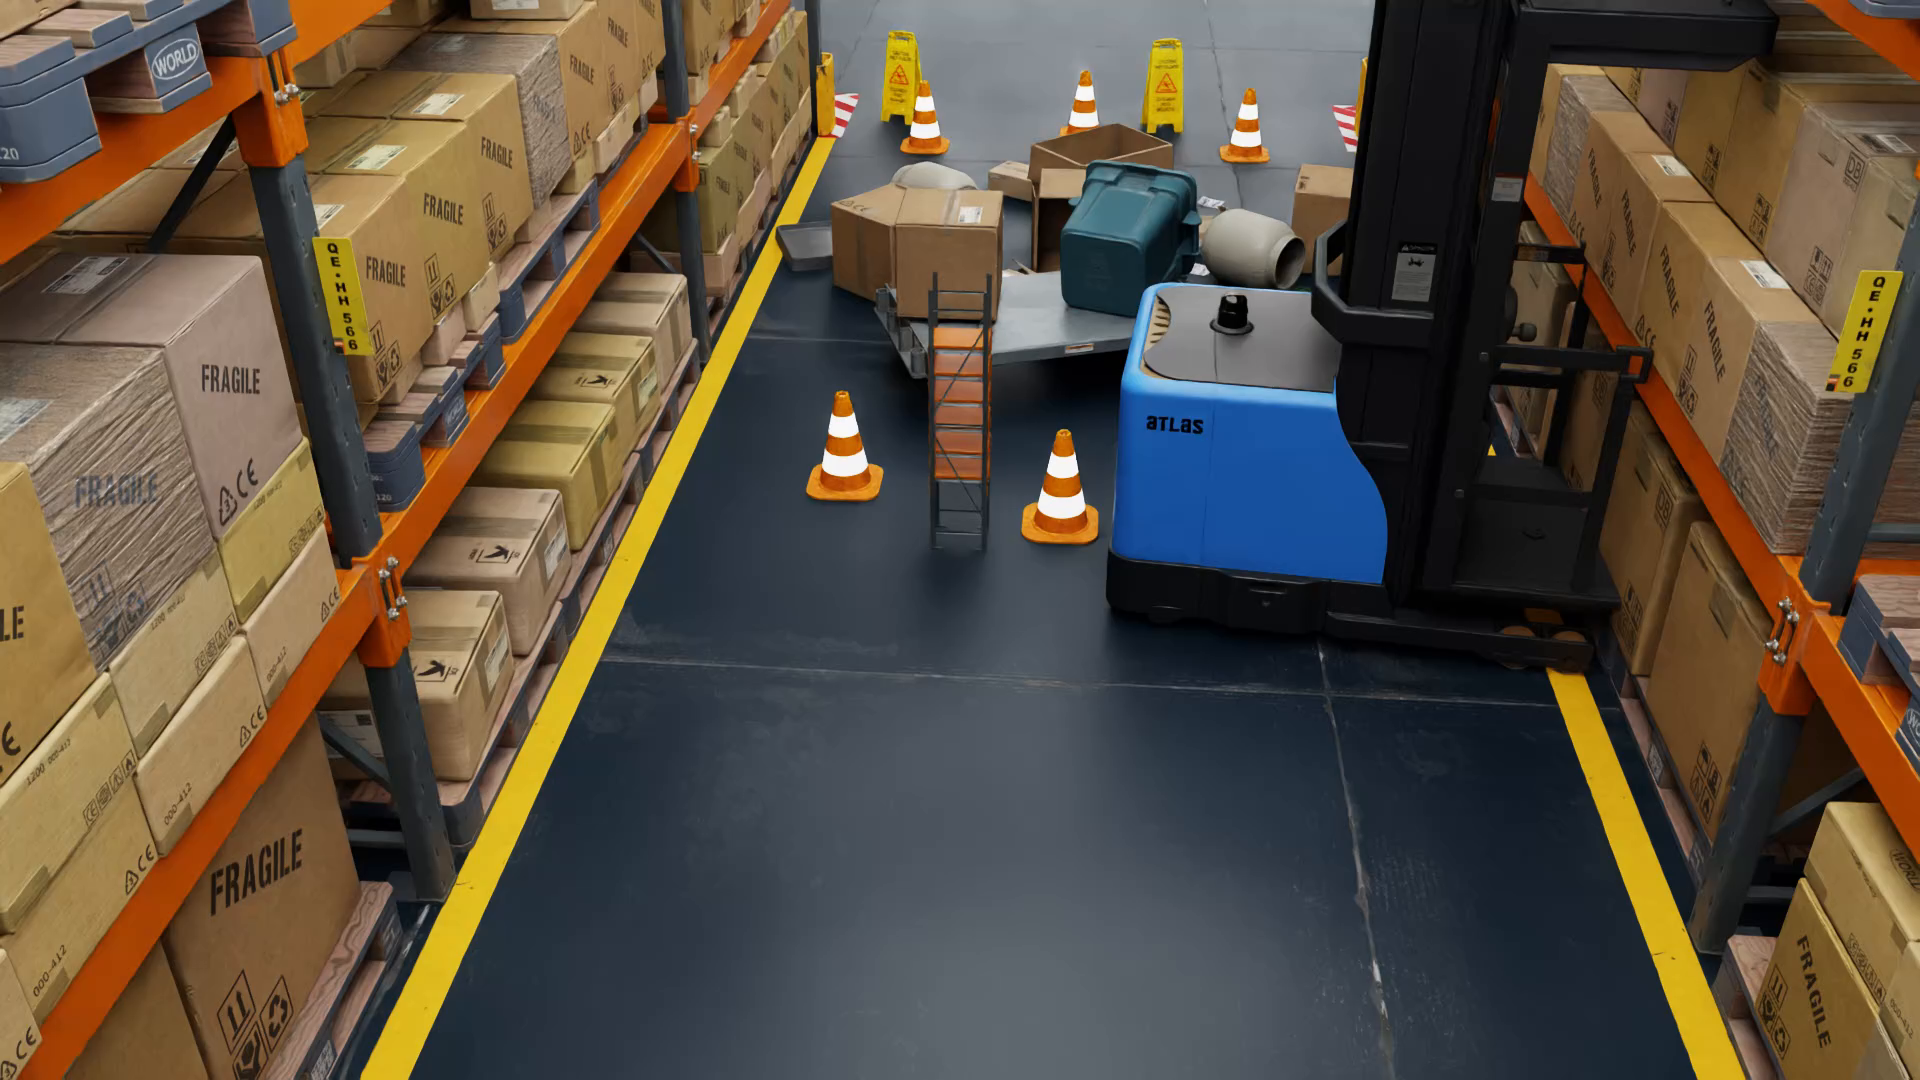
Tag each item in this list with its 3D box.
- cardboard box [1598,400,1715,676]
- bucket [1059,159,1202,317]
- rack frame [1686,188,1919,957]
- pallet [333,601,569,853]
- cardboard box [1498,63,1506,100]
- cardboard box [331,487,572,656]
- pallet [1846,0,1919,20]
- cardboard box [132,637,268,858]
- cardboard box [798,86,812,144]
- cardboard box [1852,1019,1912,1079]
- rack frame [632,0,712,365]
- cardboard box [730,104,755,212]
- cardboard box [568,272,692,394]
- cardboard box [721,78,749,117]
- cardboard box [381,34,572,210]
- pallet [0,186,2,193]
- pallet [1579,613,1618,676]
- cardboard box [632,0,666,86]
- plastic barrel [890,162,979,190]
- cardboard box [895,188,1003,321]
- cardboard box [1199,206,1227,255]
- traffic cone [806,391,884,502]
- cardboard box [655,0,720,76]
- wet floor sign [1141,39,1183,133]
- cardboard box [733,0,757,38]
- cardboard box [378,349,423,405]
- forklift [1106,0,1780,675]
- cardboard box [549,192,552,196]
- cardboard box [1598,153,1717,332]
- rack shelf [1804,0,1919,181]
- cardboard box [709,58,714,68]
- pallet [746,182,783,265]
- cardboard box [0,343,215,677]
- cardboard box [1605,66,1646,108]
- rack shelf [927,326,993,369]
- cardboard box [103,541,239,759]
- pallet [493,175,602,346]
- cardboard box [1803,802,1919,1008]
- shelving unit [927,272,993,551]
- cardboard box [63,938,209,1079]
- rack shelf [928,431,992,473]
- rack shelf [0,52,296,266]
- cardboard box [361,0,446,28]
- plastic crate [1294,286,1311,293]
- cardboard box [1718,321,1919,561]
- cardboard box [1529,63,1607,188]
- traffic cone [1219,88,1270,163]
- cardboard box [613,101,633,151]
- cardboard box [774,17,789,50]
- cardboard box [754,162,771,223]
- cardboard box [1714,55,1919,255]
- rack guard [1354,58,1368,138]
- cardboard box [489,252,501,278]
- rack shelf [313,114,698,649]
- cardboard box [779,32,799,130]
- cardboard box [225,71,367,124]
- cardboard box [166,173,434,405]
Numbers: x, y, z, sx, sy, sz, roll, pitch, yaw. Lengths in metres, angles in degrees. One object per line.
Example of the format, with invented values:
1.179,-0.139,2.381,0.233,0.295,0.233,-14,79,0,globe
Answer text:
2.999,0.008,6.121,1.050,0.750,0.750,3,32,5,cardboard box
0.831,-1.513,8.518,0.726,0.611,0.620,14,44,21,bucket
2.792,0.001,4.389,1.000,3.000,0.127,2,32,4,rack frame
-2.085,0.621,6.041,1.003,0.211,1.213,2,32,4,pallet
3.136,-2.347,8.057,0.875,0.550,0.550,2,32,4,cardboard box
-2.042,0.102,6.331,0.950,0.372,0.625,2,32,3,cardboard box
2.791,-1.534,4.201,1.213,0.211,1.003,4,32,6,pallet
-1.958,0.450,3.804,0.500,0.250,0.500,3,32,5,cardboard box
-1.298,-2.902,11.320,0.500,0.250,0.500,2,32,4,cardboard box
2.443,1.509,3.925,0.500,0.500,0.500,3,32,5,cardboard box
-1.824,-2.249,8.040,1.000,3.000,0.127,2,32,4,rack frame
-1.475,-2.154,9.391,0.500,0.500,0.500,4,32,6,cardboard box
-1.864,-1.035,8.174,0.950,0.372,0.625,3,32,5,cardboard box
-1.397,-2.481,9.304,0.380,0.149,0.250,4,32,6,cardboard box
-1.762,-1.543,6.115,0.500,0.500,0.500,1,32,2,cardboard box
-2.238,-0.430,2.409,1.003,0.211,1.213,4,32,6,pallet
3.033,0.143,6.816,1.003,0.211,1.213,2,32,4,pallet
-1.633,-2.345,7.418,0.500,0.500,0.500,2,32,3,cardboard box
-0.158,-2.099,10.252,0.512,0.421,0.421,27,41,37,plastic barrel
-0.048,-1.447,8.399,0.500,0.500,0.500,2,32,4,cardboard box
1.422,-1.904,10.086,0.396,0.266,0.258,8,32,12,cardboard box
-0.530,-0.461,7.556,0.336,0.463,0.334,2,32,4,traffic cone
-1.511,-2.636,8.290,0.500,0.500,0.500,2,32,4,cardboard box
1.472,-3.279,11.956,0.267,0.644,0.232,-3,32,-5,wet floor sign
-1.365,-2.961,9.436,0.380,0.149,0.250,3,32,4,cardboard box
-1.882,-0.537,5.102,0.380,0.149,0.250,1,32,1,cardboard box
2.159,-1.032,6.131,3.031,2.935,1.130,6,32,9,forklift
-1.812,-1.374,6.459,0.380,0.149,0.250,1,32,2,cardboard box
2.681,-1.078,6.046,0.500,0.500,0.500,3,32,5,cardboard box
2.955,-2.015,5.487,1.077,0.370,4.000,2,32,4,rack shelf
-1.519,-2.567,8.796,0.380,0.149,0.250,2,32,4,cardboard box
-1.708,-2.054,10.382,1.003,0.211,1.213,2,32,4,pallet
-1.965,-0.075,3.465,0.500,0.500,0.500,3,32,5,cardboard box
3.043,-2.030,6.636,0.700,0.500,0.500,2,32,3,cardboard box
0.001,-0.787,6.782,0.258,0.103,0.180,2,32,4,rack shelf
-1.974,0.226,3.690,0.500,0.250,0.500,2,32,3,cardboard box
-2.030,-1.112,6.379,1.003,0.211,1.213,2,32,4,pallet
2.495,0.918,4.169,0.500,0.250,0.500,1,32,2,cardboard box
0.001,-0.518,6.947,0.258,1.200,0.189,2,32,4,shelving unit
-2.366,1.392,3.756,0.875,0.875,0.875,3,32,5,cardboard box
0.001,-0.378,7.034,0.258,0.103,0.180,2,32,4,rack shelf
-2.313,-0.082,2.351,1.077,0.370,4.000,2,32,4,rack shelf
-2.201,-2.070,6.352,0.380,0.149,0.250,4,32,7,cardboard box
1.826,-1.064,8.744,0.450,0.188,0.662,29,41,23,plastic crate
2.561,-0.288,4.763,0.500,0.500,0.500,2,32,4,cardboard box
2.807,-1.869,7.329,0.500,0.500,0.500,3,32,5,cardboard box
1.985,-2.885,11.490,0.336,0.463,0.334,2,32,4,traffic cone
-1.615,-1.766,7.096,0.380,0.149,0.250,2,32,3,cardboard box
-1.290,-3.188,10.451,0.380,0.149,0.250,3,32,5,cardboard box
-1.434,-2.111,10.037,0.500,0.250,0.500,2,32,3,cardboard box
2.918,-1.234,5.345,0.700,0.500,0.500,2,32,3,cardboard box
3.445,-3.130,11.853,1.175,0.500,0.348,2,32,4,rack guard
-1.829,-0.951,5.773,0.380,0.149,0.250,4,32,7,cardboard box
-1.987,-0.897,6.532,1.077,0.370,4.000,2,32,4,rack shelf
-1.343,-2.965,10.708,0.500,0.500,0.500,4,32,6,cardboard box
-2.319,-1.290,5.704,0.500,0.500,0.500,0,32,1,cardboard box
-1.883,-0.731,4.797,0.500,0.500,0.500,2,32,3,cardboard box
